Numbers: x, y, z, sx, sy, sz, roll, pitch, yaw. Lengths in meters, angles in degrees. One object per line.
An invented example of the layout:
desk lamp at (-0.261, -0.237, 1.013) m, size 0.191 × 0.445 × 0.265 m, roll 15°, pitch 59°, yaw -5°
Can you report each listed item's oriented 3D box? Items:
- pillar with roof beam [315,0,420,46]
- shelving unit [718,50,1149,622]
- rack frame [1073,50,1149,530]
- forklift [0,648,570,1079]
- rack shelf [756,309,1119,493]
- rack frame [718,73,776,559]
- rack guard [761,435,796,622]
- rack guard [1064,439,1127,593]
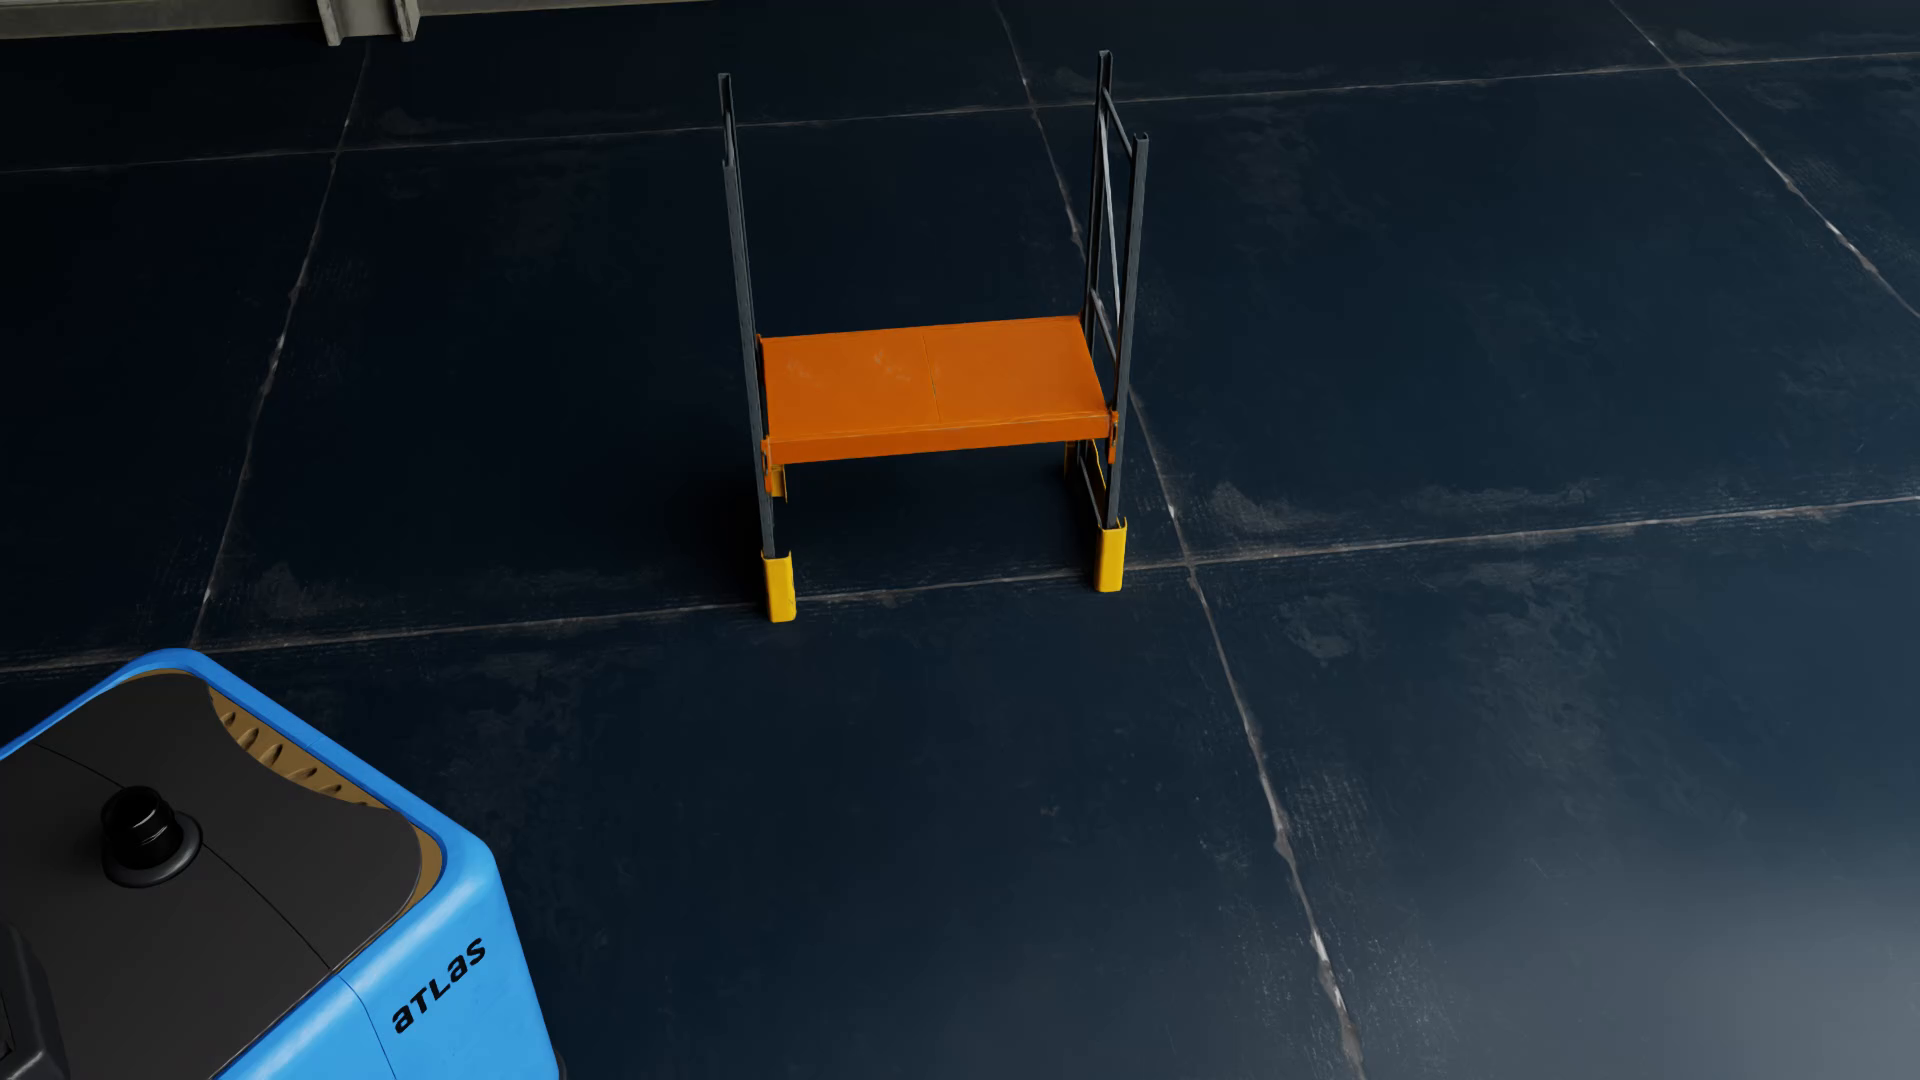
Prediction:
pillar with roof beam at (-2.244, -2.927, 1.777) m, size 0.400 × 9.000 × 9.100 m, roll -5°, pitch 42°, yaw -6°
shelving unit at (-0.076, -0.550, 4.740) m, size 1.083 × 1.500 × 0.587 m, roll -5°, pitch 42°, yaw -6°
rack frame at (0.419, -0.594, 4.788) m, size 0.032 × 1.500 × 0.500 m, roll -5°, pitch 42°, yaw -6°
forklift at (-2.093, 0.898, 2.066) m, size 1.130 × 2.935 × 3.031 m, roll 25°, pitch 48°, yaw 25°
rack shelf at (-0.085, -0.416, 4.860) m, size 1.000 × 0.185 × 0.538 m, roll -5°, pitch 42°, yaw -6°
rack frame at (-0.589, -0.505, 4.691) m, size 0.032 × 1.500 × 0.500 m, roll -5°, pitch 42°, yaw -6°
rack guard at (-0.569, -0.043, 5.111) m, size 0.087 × 0.250 × 0.587 m, roll -5°, pitch 42°, yaw -6°
rack guard at (0.418, -0.129, 5.207) m, size 0.087 × 0.250 × 0.587 m, roll -5°, pitch 42°, yaw -6°
